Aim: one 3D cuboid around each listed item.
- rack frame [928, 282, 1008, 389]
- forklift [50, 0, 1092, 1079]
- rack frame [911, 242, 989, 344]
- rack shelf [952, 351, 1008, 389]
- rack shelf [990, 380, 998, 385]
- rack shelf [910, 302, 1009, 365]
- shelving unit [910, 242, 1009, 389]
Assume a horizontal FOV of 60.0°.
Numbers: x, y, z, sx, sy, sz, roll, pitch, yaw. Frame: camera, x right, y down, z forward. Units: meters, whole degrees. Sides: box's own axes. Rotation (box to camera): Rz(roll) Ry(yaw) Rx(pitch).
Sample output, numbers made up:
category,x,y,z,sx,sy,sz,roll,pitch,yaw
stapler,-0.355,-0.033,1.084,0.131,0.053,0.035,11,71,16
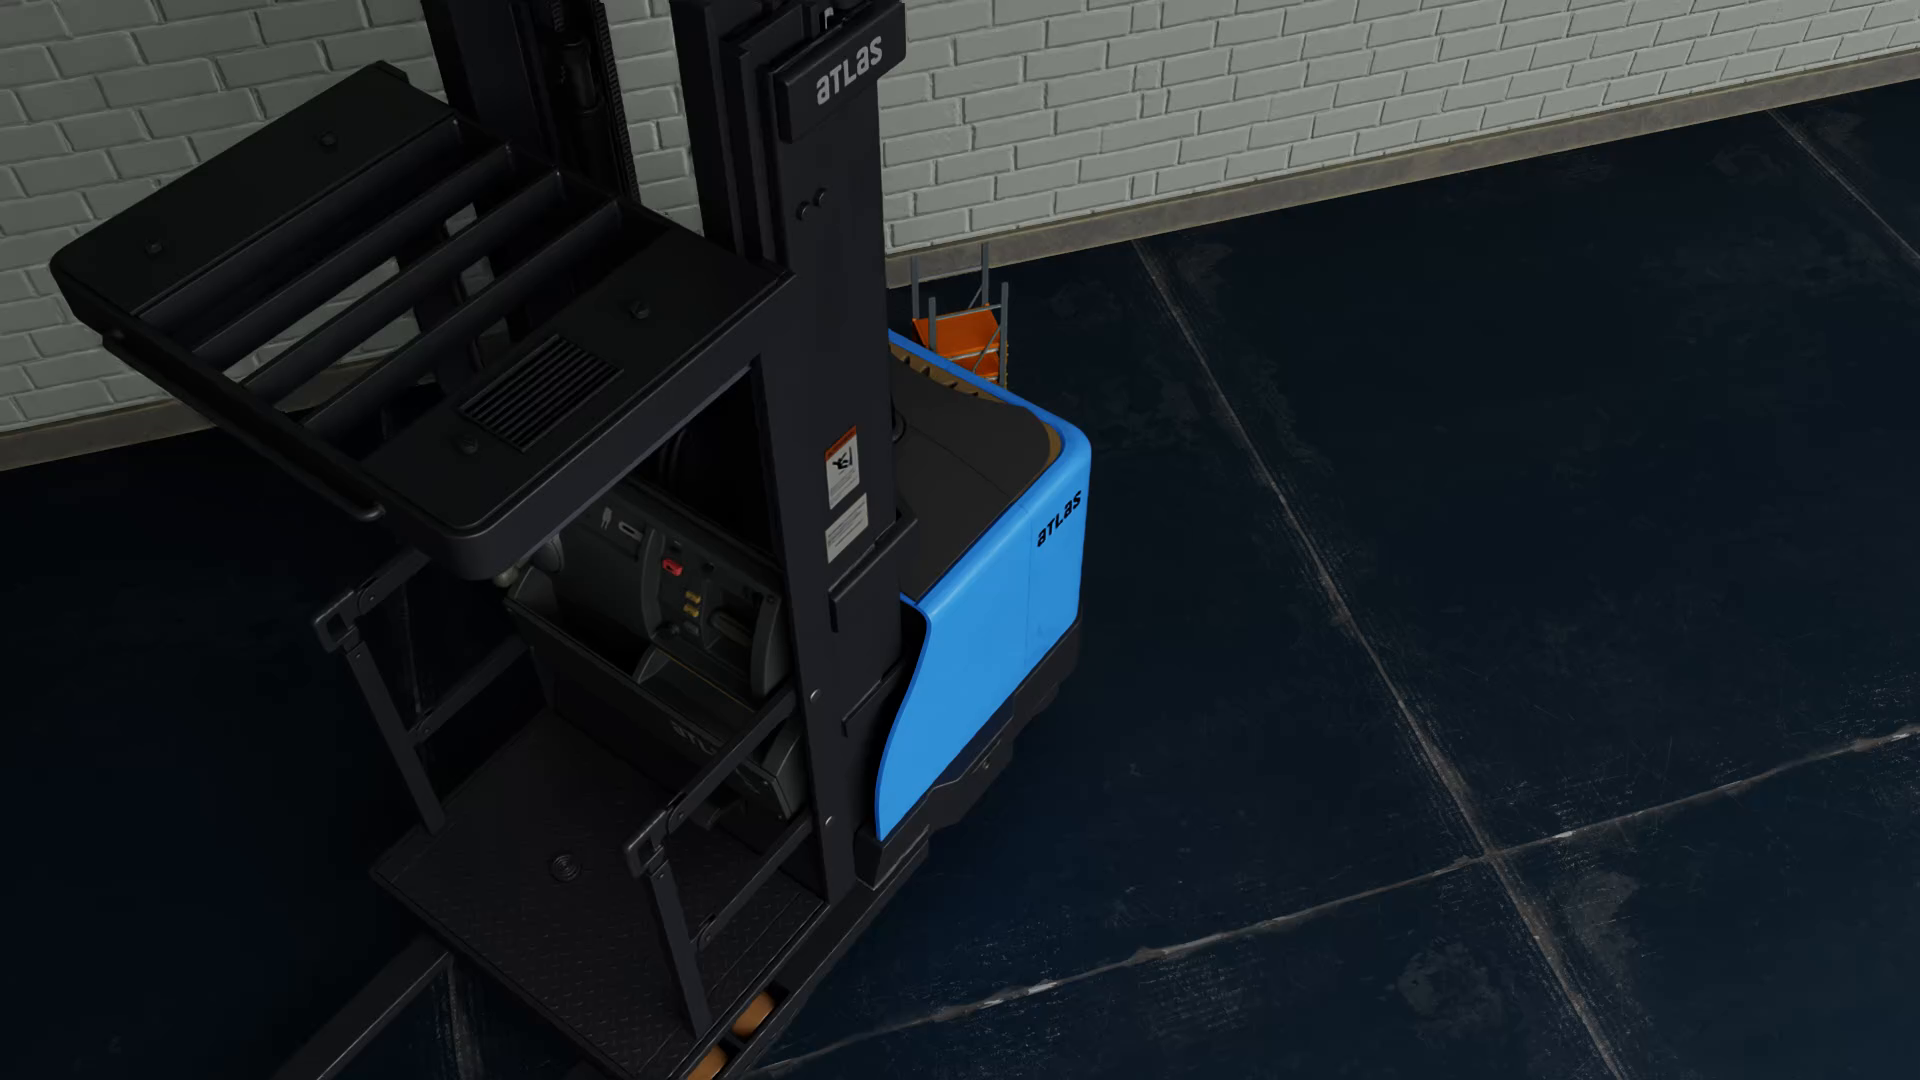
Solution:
category,x,y,z,sx,sy,sz,roll,pitch,yaw
rack frame,0.025,-0.333,5.245,0.240,1.200,0.006,-13,51,-11
forklift,-0.901,0.142,3.713,1.130,2.935,3.031,30,56,23
rack frame,-0.029,-0.467,5.358,0.240,1.200,0.006,-13,51,-11
rack shelf,-0.002,-0.525,5.152,0.258,0.103,0.180,-13,51,-11
rack shelf,-0.002,-0.448,5.244,0.258,0.103,0.180,-13,51,-11
rack shelf,-0.002,-0.603,5.060,0.258,0.103,0.180,-13,51,-11
shelving unit,-0.002,-0.400,5.302,0.258,1.200,0.189,-13,51,-11
